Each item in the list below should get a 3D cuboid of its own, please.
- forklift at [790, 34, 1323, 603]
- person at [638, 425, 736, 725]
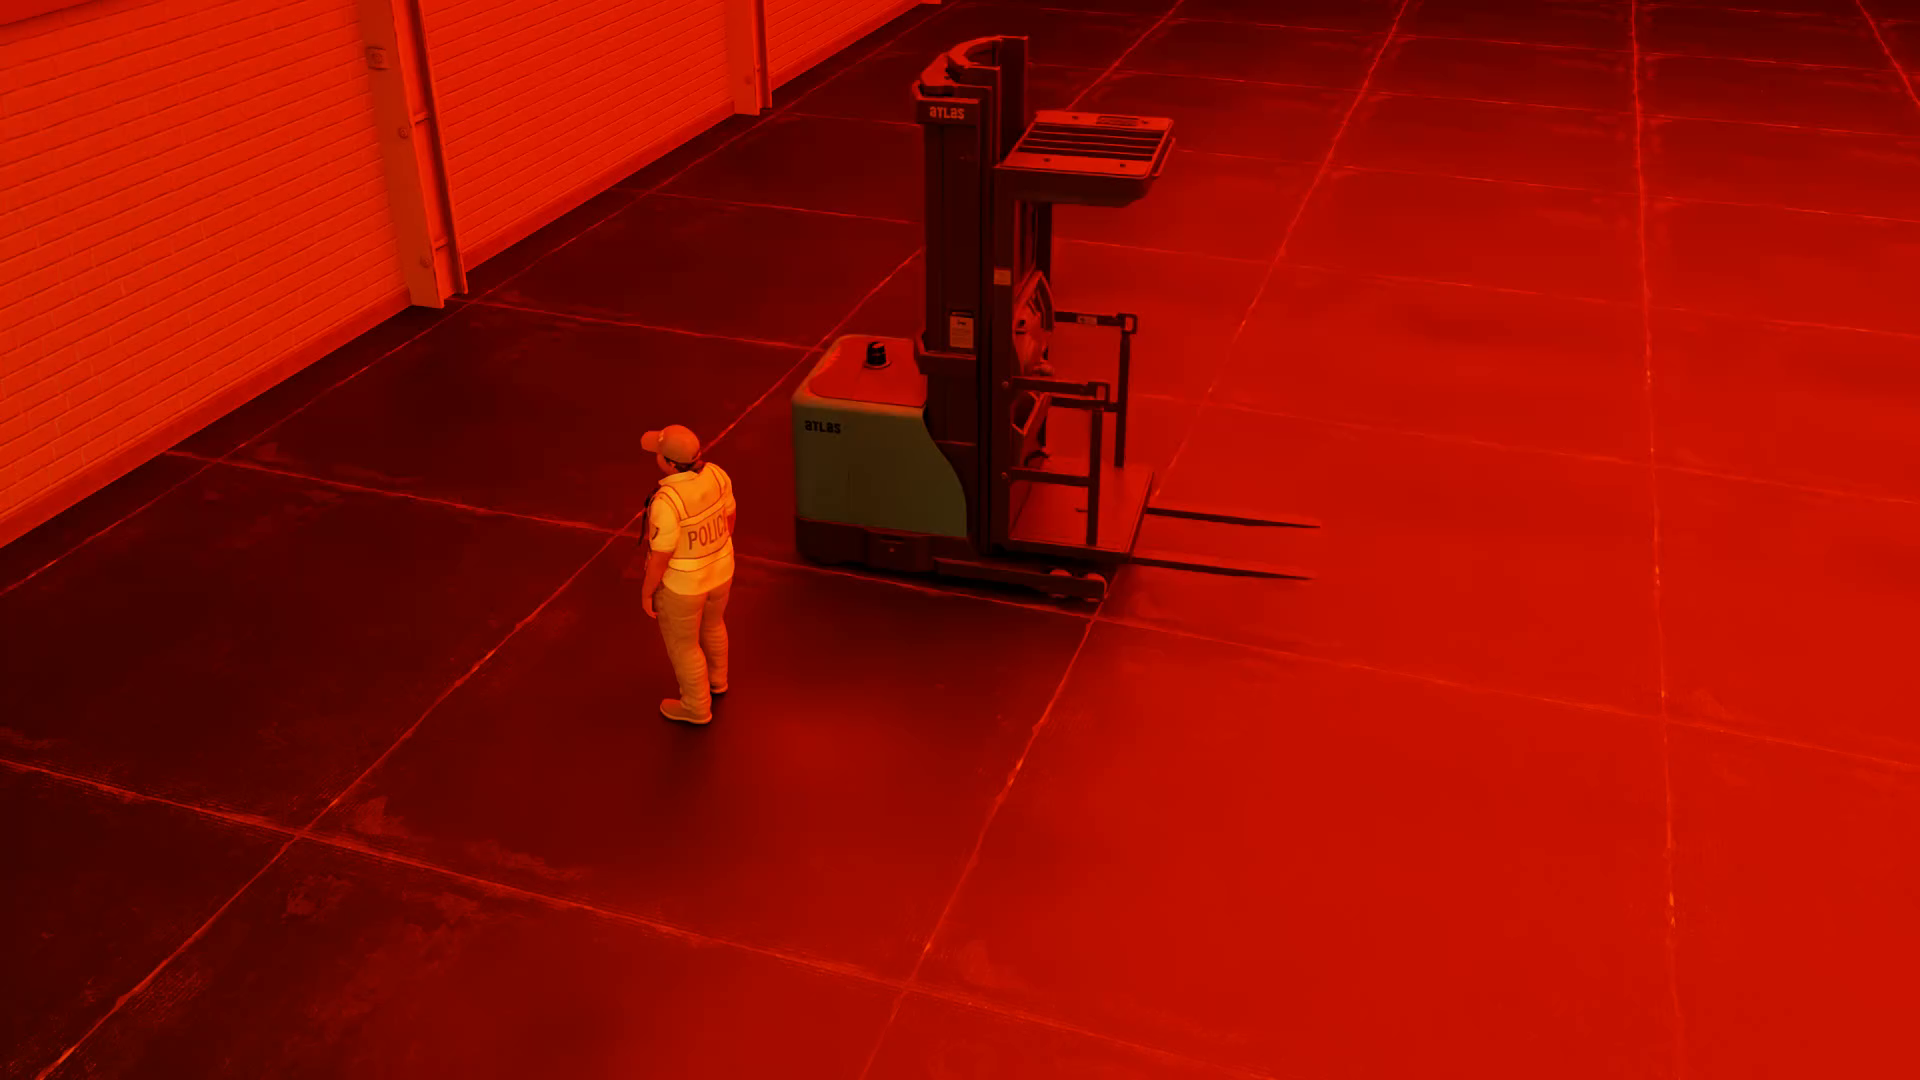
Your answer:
[{"bbox_3d":[0.597,-1.206,9.252,3.031,2.935,1.130,7,30,12],"label":"forklift"},{"bbox_3d":[-1.368,0.151,8.134,0.531,1.669,0.595,19,35,30],"label":"person"}]
